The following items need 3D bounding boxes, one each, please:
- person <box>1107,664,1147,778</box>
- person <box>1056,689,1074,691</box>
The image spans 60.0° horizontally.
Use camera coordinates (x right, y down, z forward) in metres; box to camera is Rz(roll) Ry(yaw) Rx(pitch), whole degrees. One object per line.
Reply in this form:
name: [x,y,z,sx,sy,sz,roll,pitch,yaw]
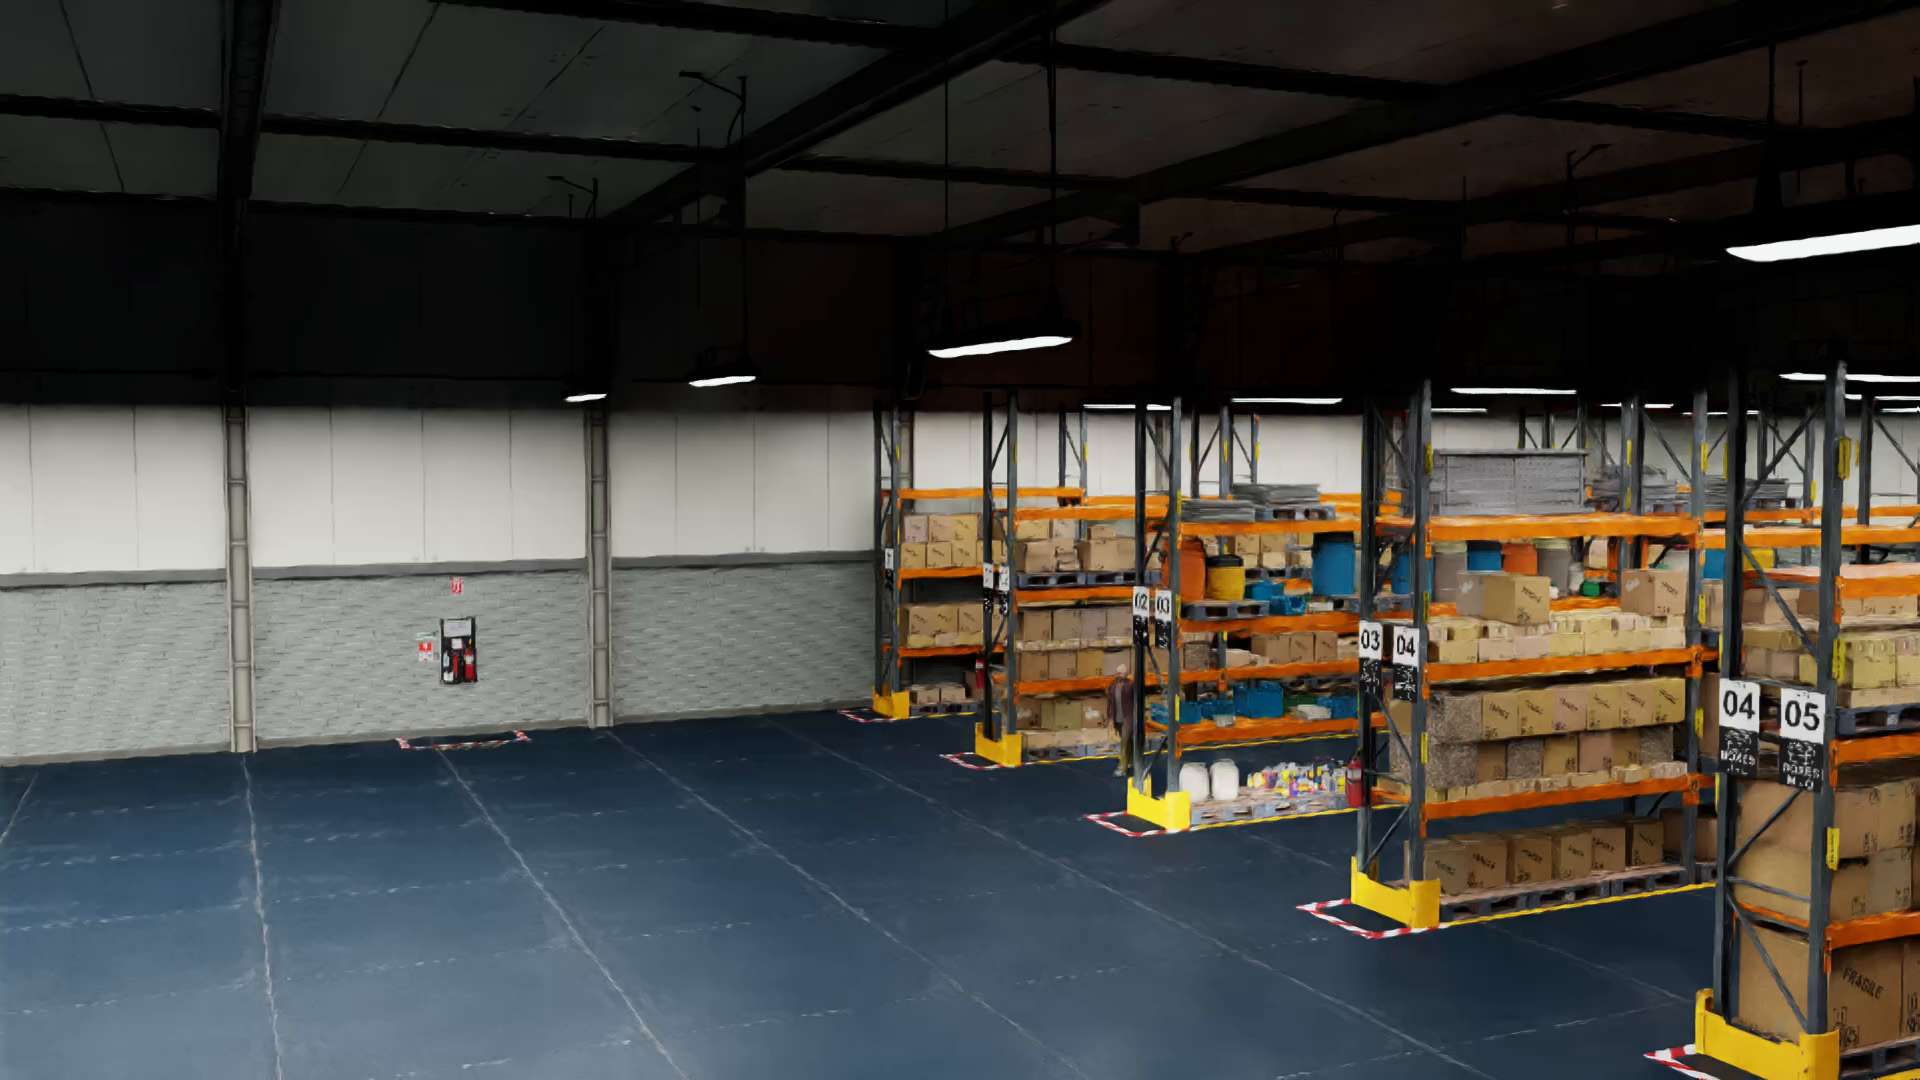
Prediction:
person: [2.556,2.795,25.919,0.634,1.732,1.031,3,5,43]
person: [1.878,2.633,29.727,0.507,1.619,0.585,-2,4,-27]
